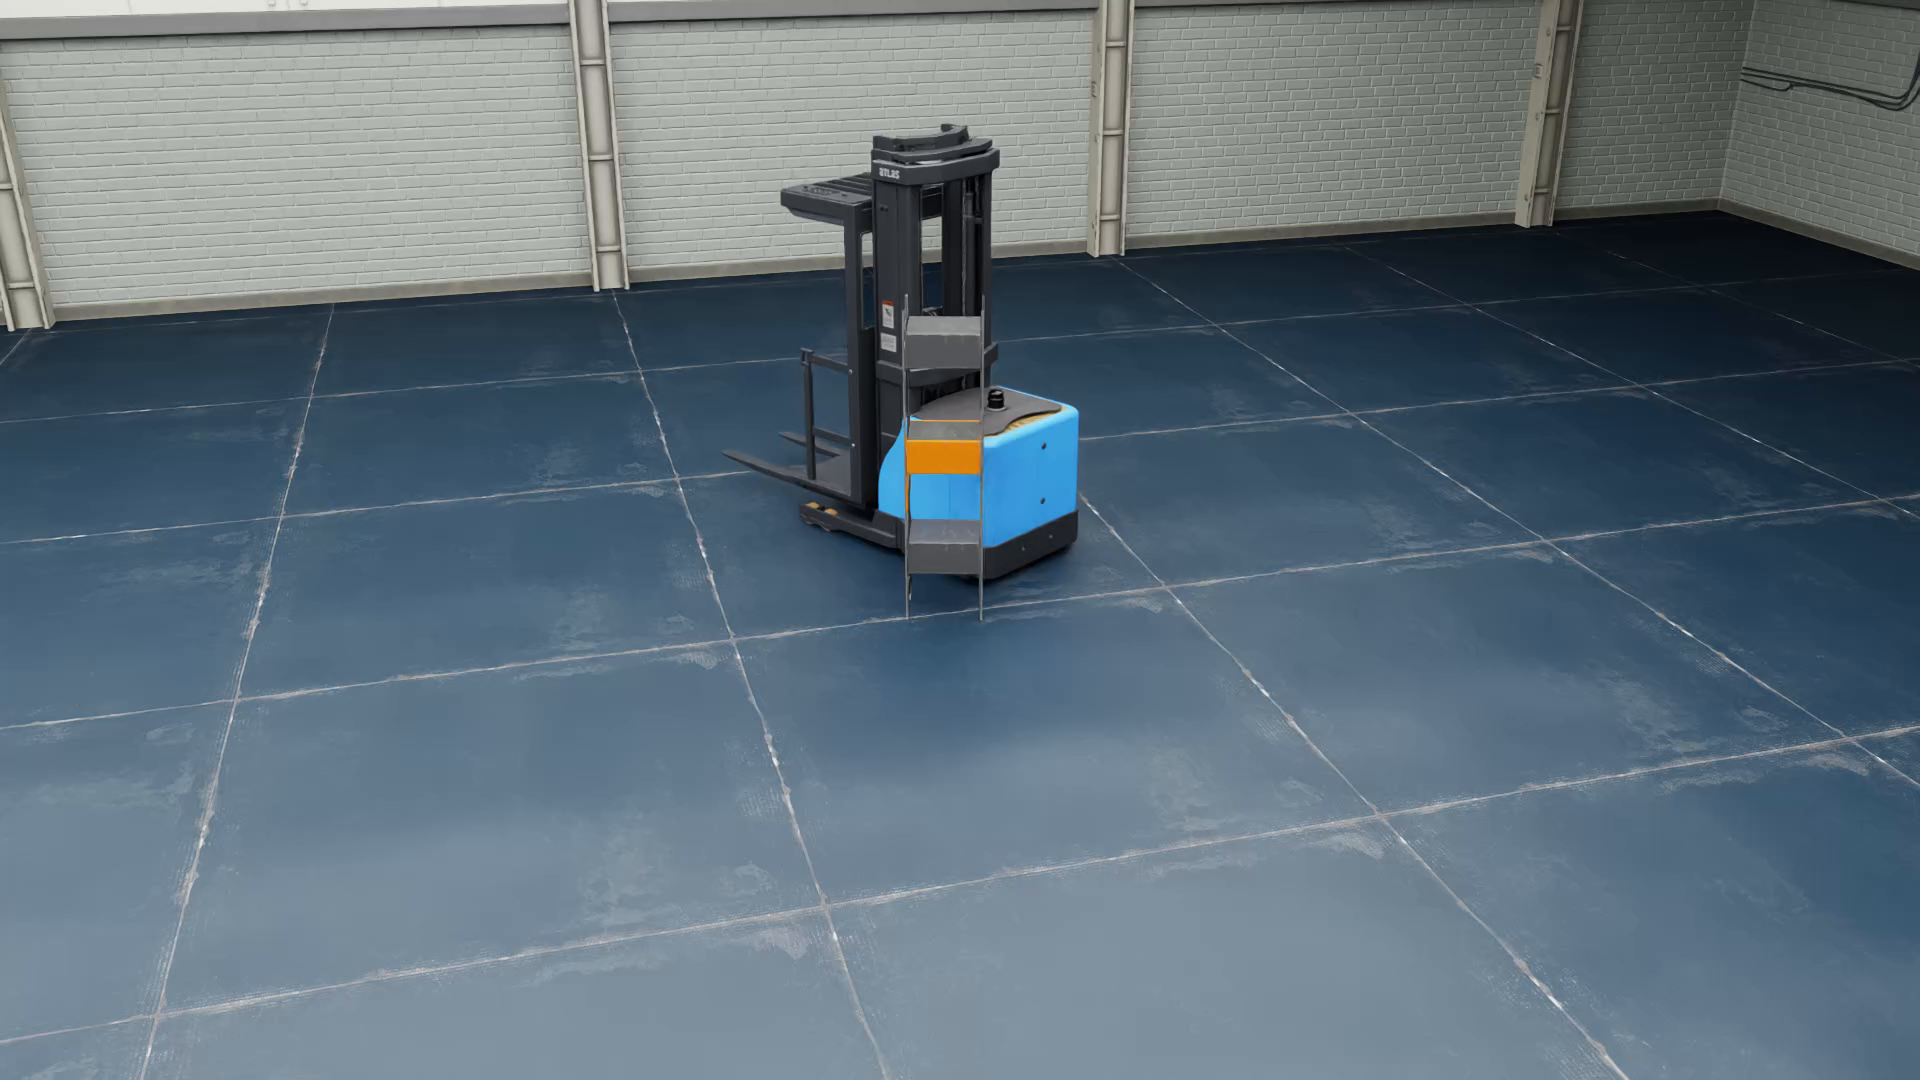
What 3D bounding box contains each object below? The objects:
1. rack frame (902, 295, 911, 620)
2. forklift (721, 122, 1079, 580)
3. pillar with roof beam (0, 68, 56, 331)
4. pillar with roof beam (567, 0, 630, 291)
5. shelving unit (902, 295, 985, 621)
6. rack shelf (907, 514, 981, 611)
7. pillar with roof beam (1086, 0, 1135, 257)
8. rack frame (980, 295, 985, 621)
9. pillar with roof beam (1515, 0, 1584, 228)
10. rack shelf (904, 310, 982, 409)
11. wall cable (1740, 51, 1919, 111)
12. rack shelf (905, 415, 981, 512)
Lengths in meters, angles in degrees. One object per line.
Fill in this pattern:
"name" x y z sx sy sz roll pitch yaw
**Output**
"rack frame" -0.344 -0.513 10.784 0.015 2.100 0.400 1 23 1
"forklift" -0.576 -1.546 12.136 3.031 2.935 1.130 20 30 38
"pillar with roof beam" -8.600 -4.755 11.921 0.400 9.000 9.100 -6 24 -14
"pillar with roof beam" -2.823 -5.395 13.410 0.400 9.000 9.100 -6 24 -14
"shelving unit" -0.101 -0.511 10.778 0.503 2.100 0.431 1 23 1
"rack shelf" -0.101 0.145 11.060 0.480 0.518 0.431 1 23 1
"pillar with roof beam" 2.954 -6.034 14.900 0.400 9.000 9.100 -6 24 -14
"rack frame" 0.143 -0.509 10.773 0.015 2.100 0.400 1 23 1
"pillar with roof beam" 8.731 -6.673 16.389 0.400 9.000 9.100 -6 24 -14
"rack shelf" -0.101 -1.142 10.508 0.480 0.518 0.431 1 23 1
"wall cable" 10.761 -6.692 20.372 0.112 2.526 3.097 -6 24 -14
"rack shelf" -0.101 -0.499 10.784 0.480 0.518 0.431 1 23 1
